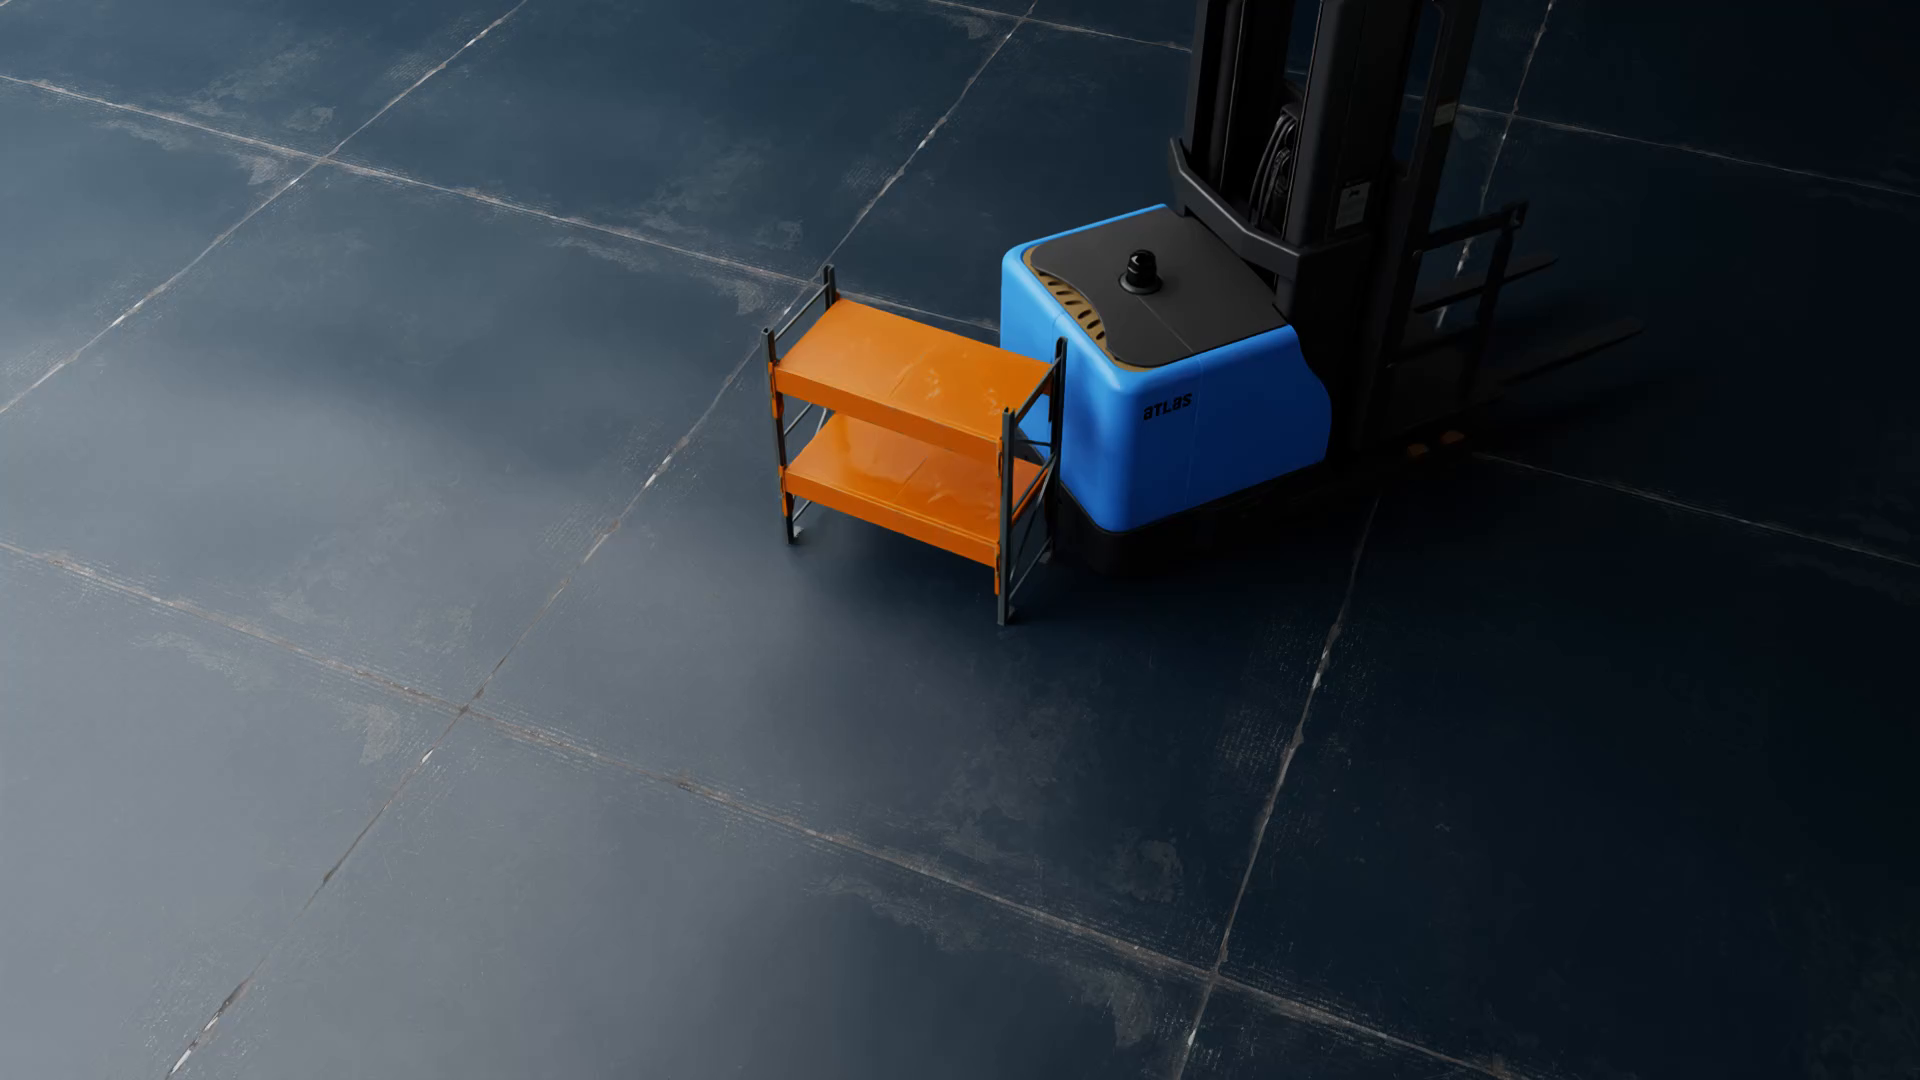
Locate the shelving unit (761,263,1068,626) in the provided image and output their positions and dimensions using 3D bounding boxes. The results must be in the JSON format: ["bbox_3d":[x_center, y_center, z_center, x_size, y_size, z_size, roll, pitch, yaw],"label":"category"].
[{"bbox_3d":[-0.173,-0.374,6.667,1.048,1.125,0.538,20,48,19],"label":"shelving unit"}]

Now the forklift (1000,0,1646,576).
[{"bbox_3d":[1.710,-1.619,6.638,3.031,2.935,1.130,-19,48,-18],"label":"forklift"}]

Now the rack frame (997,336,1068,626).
[{"bbox_3d":[0.279,-0.210,6.503,0.032,1.125,0.500,20,48,19],"label":"rack frame"}]

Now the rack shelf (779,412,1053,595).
[{"bbox_3d":[-0.173,-0.201,6.840,1.000,0.278,0.538,20,48,19],"label":"rack shelf"}]

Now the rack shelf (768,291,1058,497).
[{"bbox_3d":[-0.173,-0.581,6.461,1.000,0.278,0.538,20,48,19],"label":"rack shelf"}]

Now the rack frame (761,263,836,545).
[{"bbox_3d":[-0.626,-0.538,6.832,0.032,1.125,0.500,20,48,19],"label":"rack frame"}]
